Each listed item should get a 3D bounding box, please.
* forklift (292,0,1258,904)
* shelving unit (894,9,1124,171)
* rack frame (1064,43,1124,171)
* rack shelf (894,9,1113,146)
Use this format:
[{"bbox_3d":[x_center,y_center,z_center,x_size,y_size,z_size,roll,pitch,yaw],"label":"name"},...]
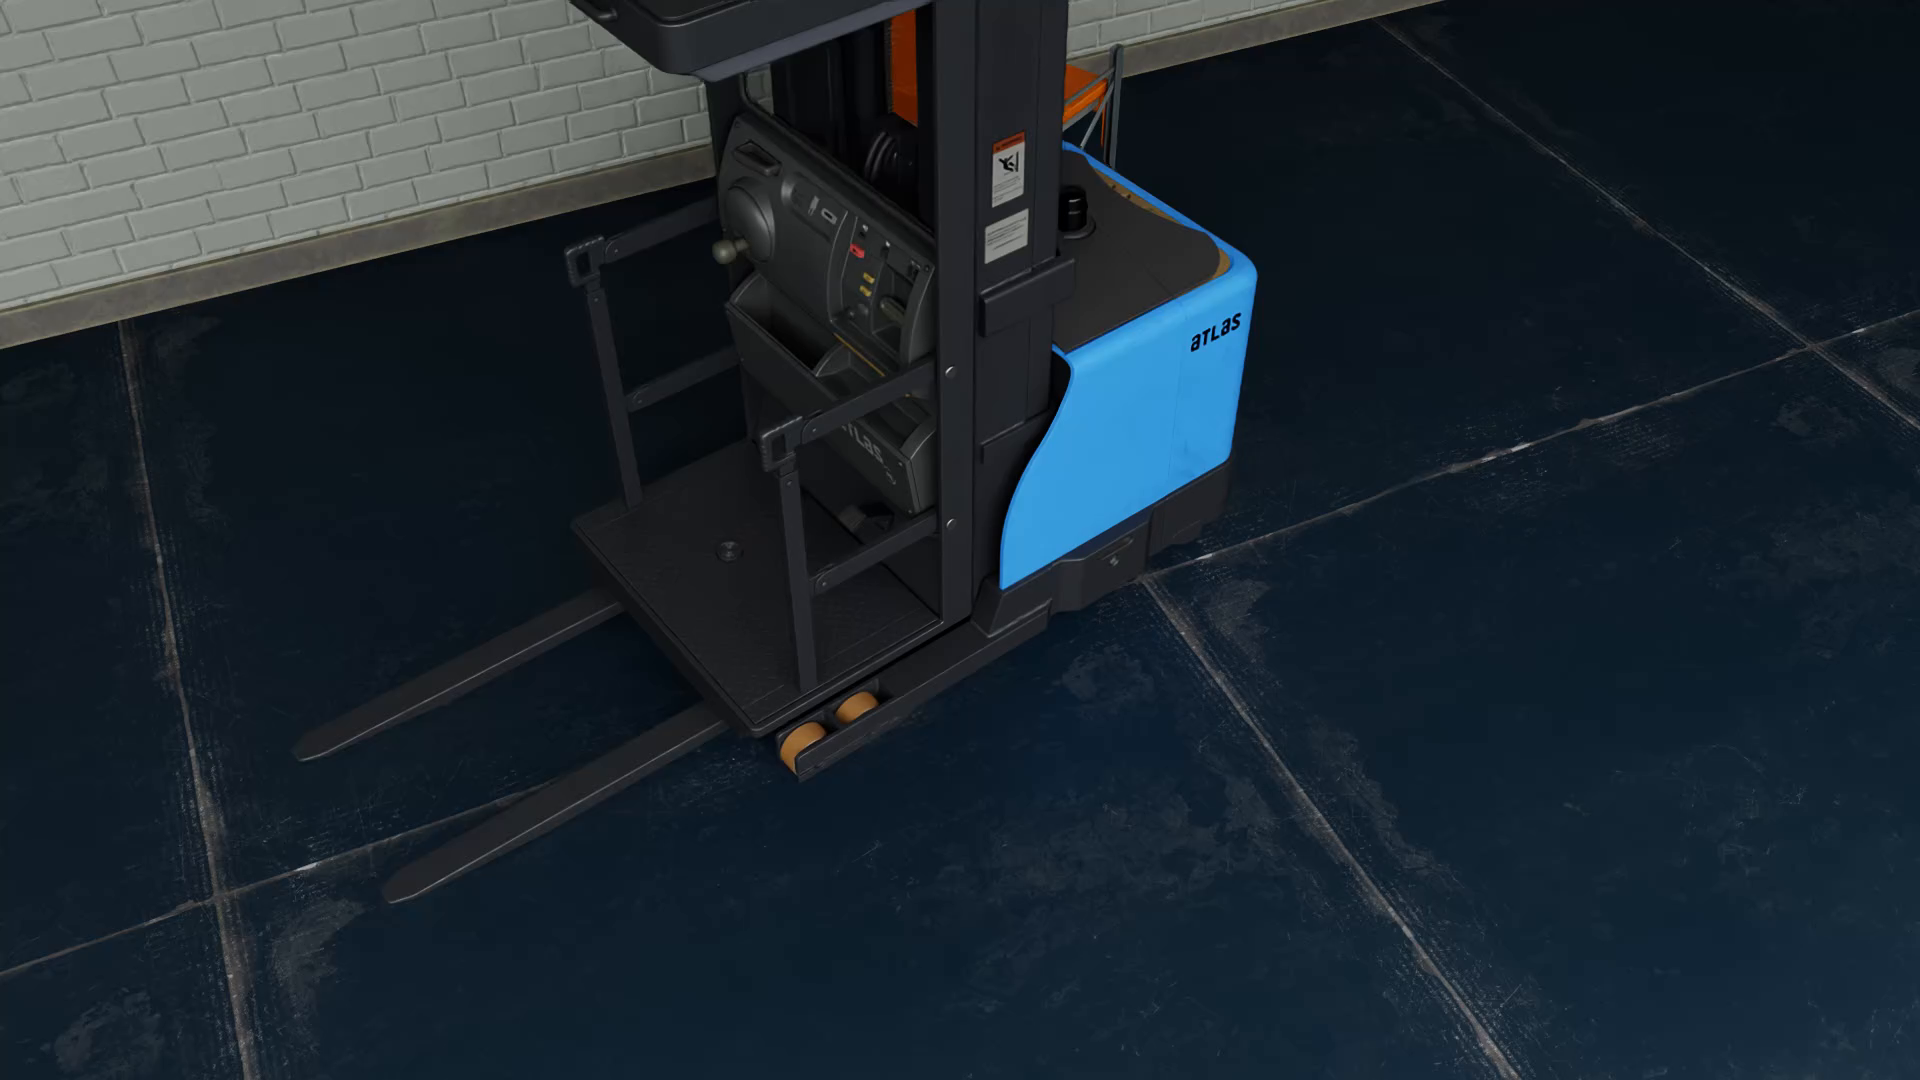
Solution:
[{"bbox_3d":[-0.541,-0.752,4.425,3.031,2.935,1.130,-29,51,-26],"label":"forklift"},{"bbox_3d":[0.018,-1.445,6.413,1.048,1.125,0.538,28,51,25],"label":"shelving unit"},{"bbox_3d":[0.425,-1.231,6.197,0.032,1.125,0.500,28,51,25],"label":"rack frame"},{"bbox_3d":[0.018,-1.653,6.208,1.000,0.278,0.538,28,51,25],"label":"rack shelf"}]
